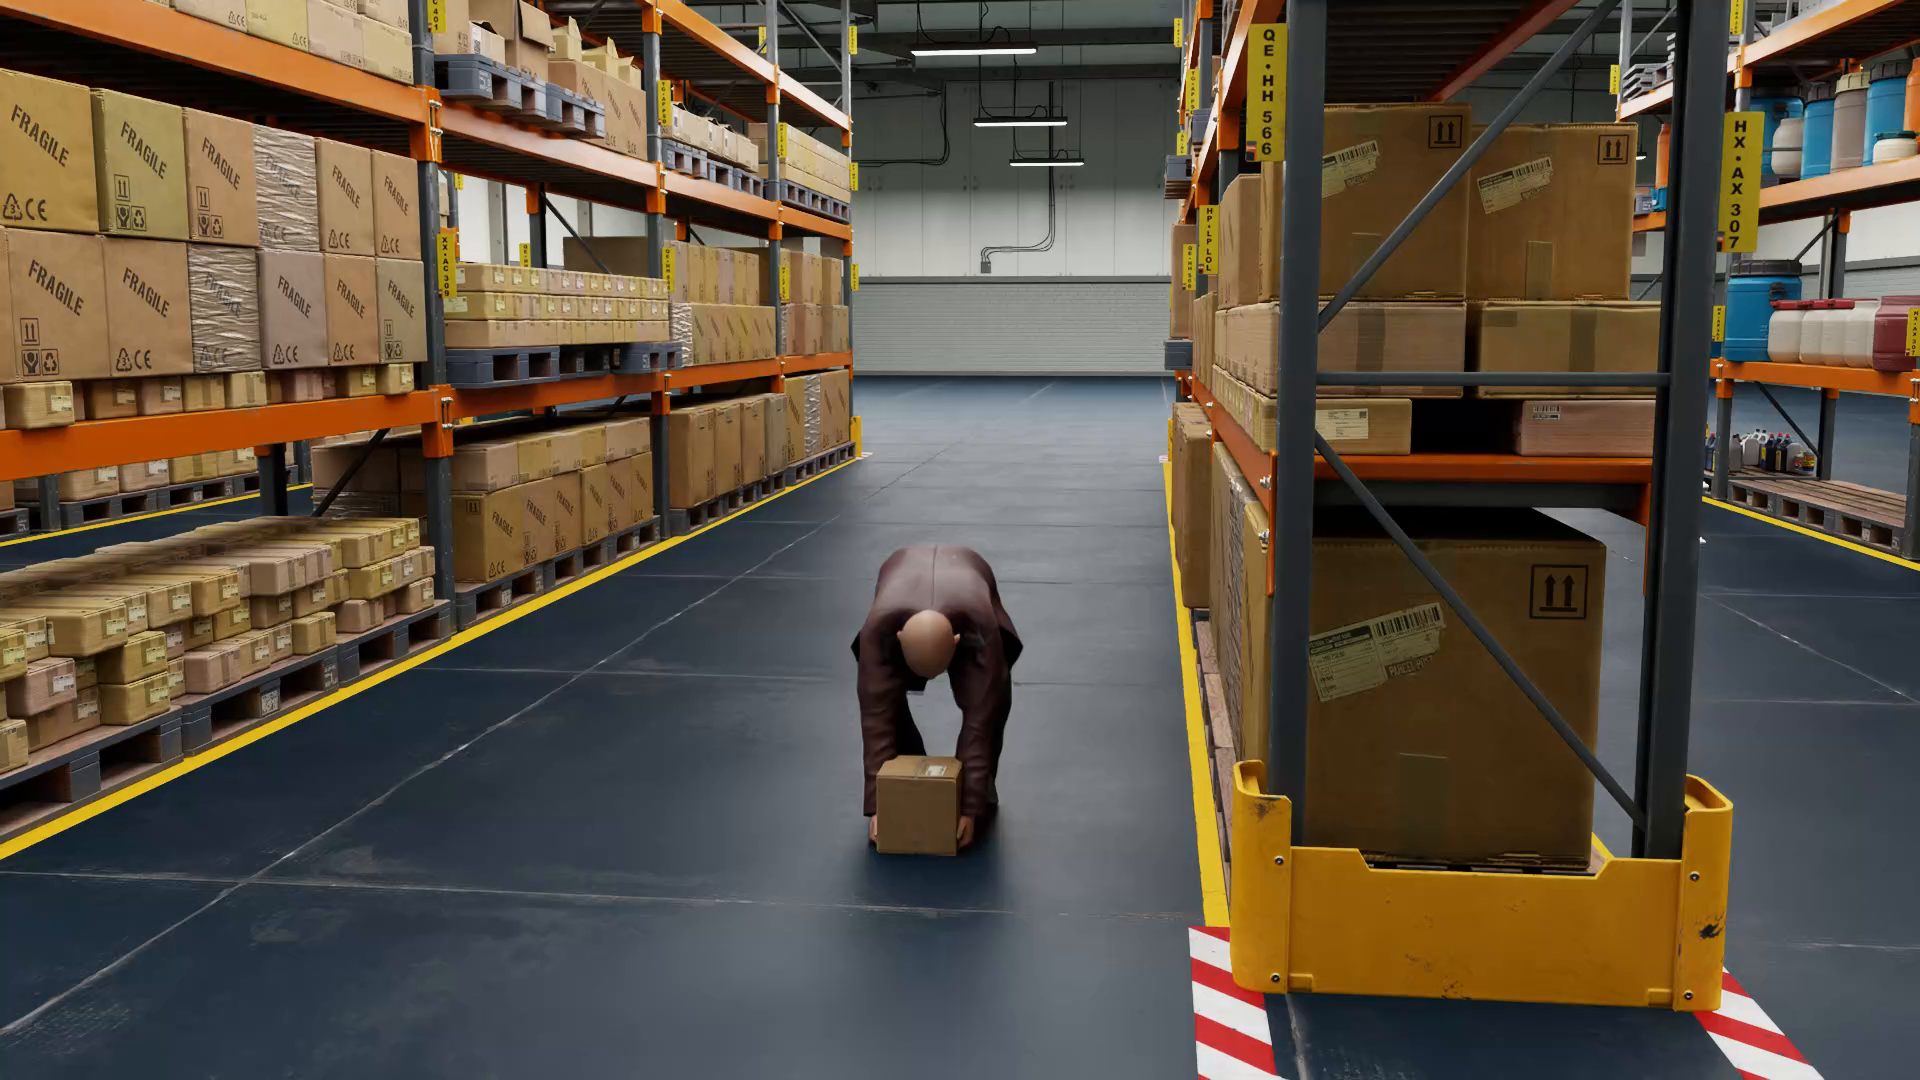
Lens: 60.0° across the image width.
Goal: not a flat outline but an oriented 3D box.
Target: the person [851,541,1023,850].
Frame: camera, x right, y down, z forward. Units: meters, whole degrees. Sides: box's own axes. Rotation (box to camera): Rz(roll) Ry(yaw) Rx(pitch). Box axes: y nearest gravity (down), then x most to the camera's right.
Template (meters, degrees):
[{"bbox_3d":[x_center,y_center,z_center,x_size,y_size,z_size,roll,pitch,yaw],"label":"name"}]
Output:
[{"bbox_3d":[-0.088,0.485,5.596,0.594,0.910,0.961,1,7,4],"label":"person"}]
